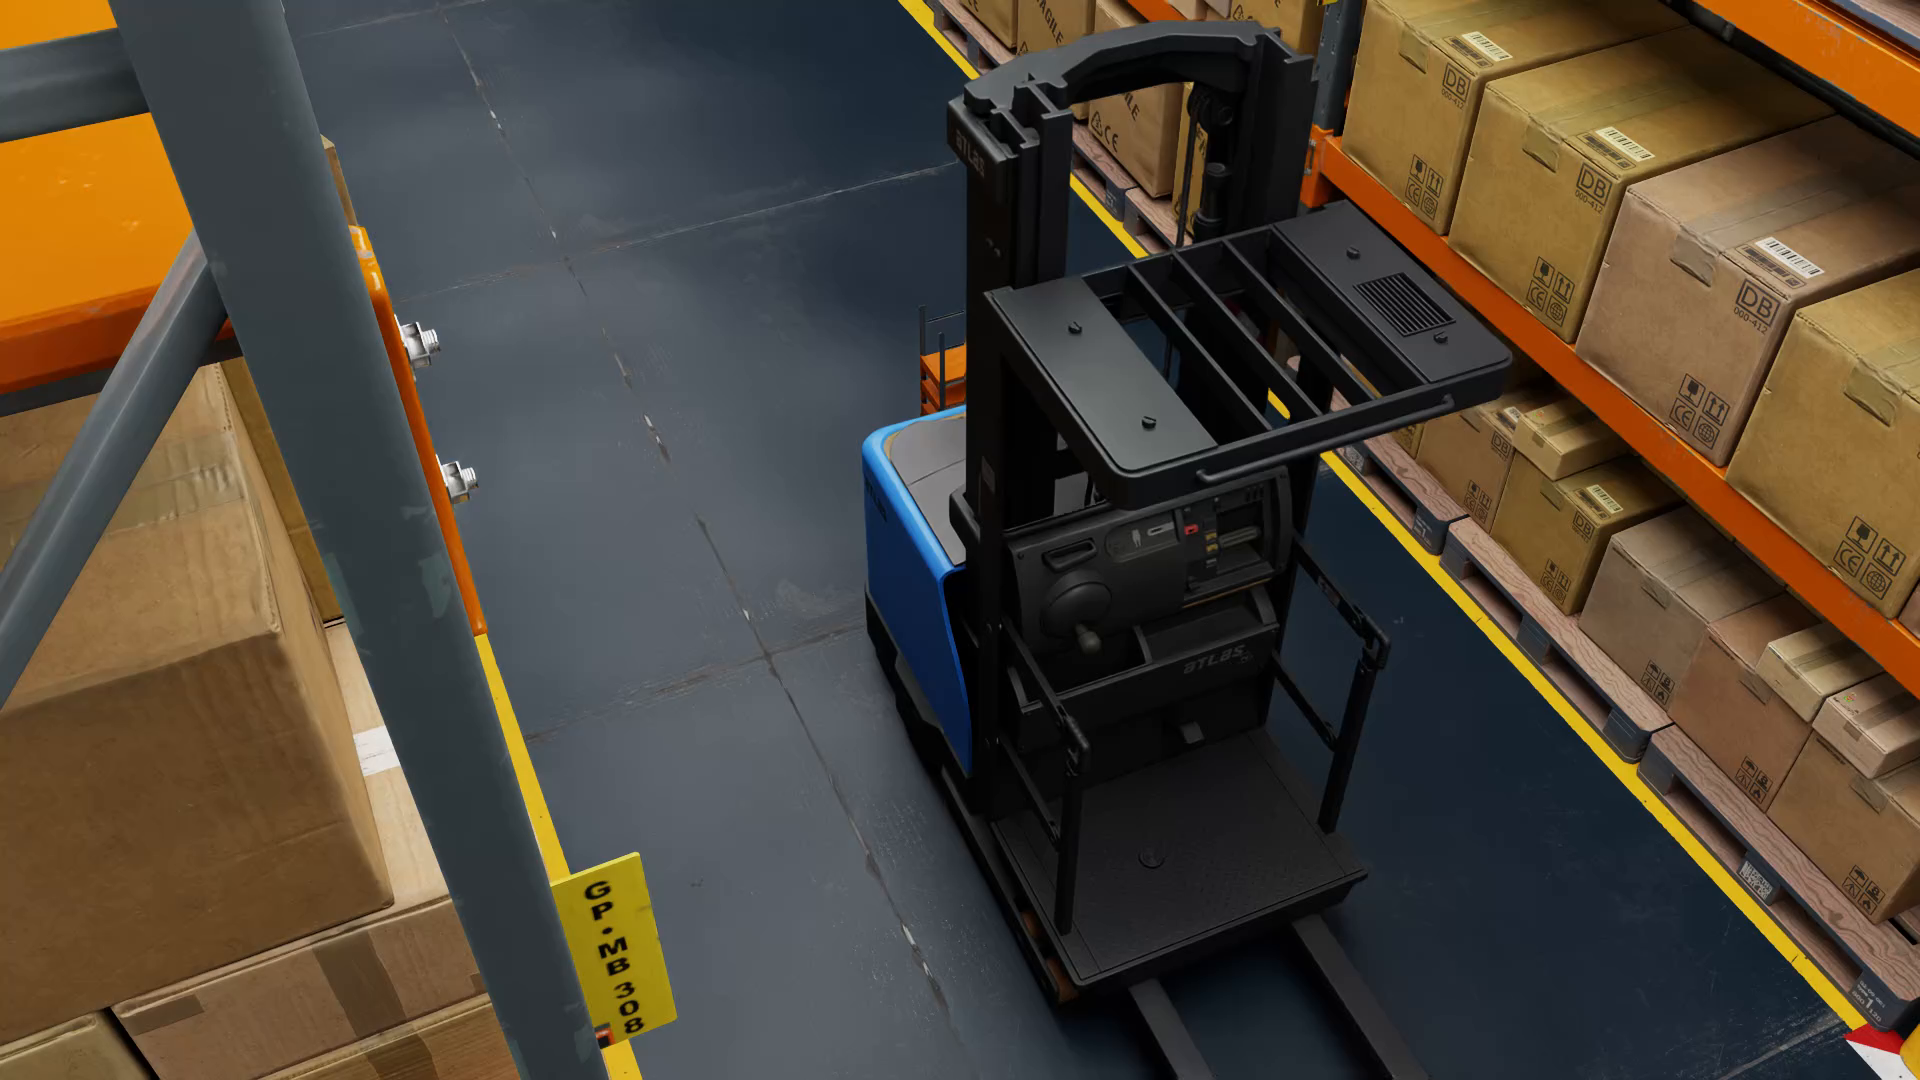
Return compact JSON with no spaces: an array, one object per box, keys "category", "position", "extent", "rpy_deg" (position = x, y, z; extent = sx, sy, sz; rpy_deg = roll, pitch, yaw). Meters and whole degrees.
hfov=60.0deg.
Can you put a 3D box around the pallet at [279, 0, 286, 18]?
[{"category":"pallet","position":[-3.876,-2.634,7.789],"extent":[1.213,0.211,1.003],"rpy_deg":[-18,47,-17]}]

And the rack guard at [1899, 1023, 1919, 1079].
[{"category":"rack guard","position":[3.642,1.424,5.319],"extent":[1.175,0.500,0.348],"rpy_deg":[-18,47,-17]}]

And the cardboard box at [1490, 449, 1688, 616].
[{"category":"cardboard box","position":[2.594,-0.134,6.600],"extent":[0.700,0.500,0.500],"rpy_deg":[-17,47,-16]}]

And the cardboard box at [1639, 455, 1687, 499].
[{"category":"cardboard box","position":[2.840,-0.336,6.343],"extent":[0.380,0.149,0.250],"rpy_deg":[-19,48,-18]}]

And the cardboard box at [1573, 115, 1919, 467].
[{"category":"cardboard box","position":[2.780,-0.859,5.640],"extent":[0.980,0.700,0.700],"rpy_deg":[-20,48,-19]}]

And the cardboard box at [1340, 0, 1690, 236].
[{"category":"cardboard box","position":[2.163,-1.786,6.580],"extent":[0.980,0.700,0.700],"rpy_deg":[-17,47,-17]}]

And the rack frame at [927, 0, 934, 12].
[{"category":"rack frame","position":[0.268,-4.579,9.624],"extent":[1.000,3.000,0.127],"rpy_deg":[-18,47,-17]}]

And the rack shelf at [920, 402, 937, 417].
[{"category":"rack shelf","position":[-0.006,-0.490,6.654],"extent":[0.258,0.103,0.180],"rpy_deg":[-18,47,-17]}]

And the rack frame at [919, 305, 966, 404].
[{"category":"rack frame","position":[-0.045,-0.495,6.766],"extent":[0.240,1.200,0.006],"rpy_deg":[-18,47,-17]}]

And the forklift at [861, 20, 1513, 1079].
[{"category":"forklift","position":[0.676,0.151,4.879],"extent":[1.130,2.935,3.031],"rpy_deg":[-17,47,-16]}]

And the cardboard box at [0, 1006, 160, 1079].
[{"category":"cardboard box","position":[-1.308,0.540,2.051],"extent":[0.500,0.250,0.500],"rpy_deg":[-18,47,-17]}]

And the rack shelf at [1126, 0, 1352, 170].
[{"category":"rack shelf","position":[1.109,-3.048,8.585],"extent":[1.077,0.370,4.000],"rpy_deg":[-18,47,-17]}]

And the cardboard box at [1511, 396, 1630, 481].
[{"category":"cardboard box","position":[2.370,-0.409,6.416],"extent":[0.380,0.149,0.250],"rpy_deg":[-19,48,-19]}]

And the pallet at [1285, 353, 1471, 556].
[{"category":"pallet","position":[2.199,-0.530,7.505],"extent":[1.003,0.211,1.213],"rpy_deg":[-18,47,-17]}]

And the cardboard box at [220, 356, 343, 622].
[{"category":"cardboard box","position":[-1.225,-0.141,2.207],"extent":[0.700,0.500,0.500],"rpy_deg":[-18,47,-17]}]

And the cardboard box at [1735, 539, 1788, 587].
[{"category":"cardboard box","position":[3.055,-0.011,6.014],"extent":[0.380,0.149,0.250],"rpy_deg":[-17,47,-17]}]

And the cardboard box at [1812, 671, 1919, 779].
[{"category":"cardboard box","position":[3.028,0.584,5.410],"extent":[0.380,0.149,0.250],"rpy_deg":[-19,48,-18]}]

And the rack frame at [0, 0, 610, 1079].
[{"category":"rack frame","position":[-0.858,-0.152,0.866],"extent":[0.949,2.616,0.053],"rpy_deg":[-18,47,-17]}]

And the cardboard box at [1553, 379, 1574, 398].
[{"category":"cardboard box","position":[2.625,-0.662,6.673],"extent":[0.380,0.149,0.250],"rpy_deg":[-19,48,-19]}]

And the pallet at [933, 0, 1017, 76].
[{"category":"pallet","position":[0.531,-3.062,10.071],"extent":[1.003,0.211,1.213],"rpy_deg":[-18,47,-17]}]

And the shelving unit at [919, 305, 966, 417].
[{"category":"shelving unit","position":[-0.006,-0.436,6.707],"extent":[0.258,1.200,0.189],"rpy_deg":[-18,47,-17]}]

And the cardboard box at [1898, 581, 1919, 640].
[{"category":"cardboard box","position":[3.408,0.090,4.678],"extent":[0.980,0.700,0.700],"rpy_deg":[-16,47,-16]}]

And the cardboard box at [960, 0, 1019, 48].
[{"category":"cardboard box","position":[0.458,-3.456,9.717],"extent":[0.750,0.750,0.750],"rpy_deg":[-19,48,-18]}]

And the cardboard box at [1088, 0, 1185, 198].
[{"category":"cardboard box","position":[1.182,-2.355,8.602],"extent":[0.750,0.750,0.750],"rpy_deg":[-17,47,-16]}]

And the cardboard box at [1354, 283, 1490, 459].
[{"category":"cardboard box","position":[2.171,-0.783,7.257],"extent":[0.700,0.500,0.500],"rpy_deg":[-17,47,-17]}]

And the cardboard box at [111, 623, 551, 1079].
[{"category":"cardboard box","position":[-0.841,0.388,2.205],"extent":[0.500,0.250,0.500],"rpy_deg":[-18,47,-17]}]

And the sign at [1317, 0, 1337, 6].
[{"category":"sign","position":[1.462,-2.247,6.493],"extent":[0.100,0.325,0.005],"rpy_deg":[-18,47,-17]}]

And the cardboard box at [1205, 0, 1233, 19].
[{"category":"cardboard box","position":[1.304,-2.720,7.443],"extent":[0.500,0.500,0.500],"rpy_deg":[-18,47,-17]}]

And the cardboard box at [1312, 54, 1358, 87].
[{"category":"cardboard box","position":[1.551,-2.079,7.255],"extent":[0.380,0.149,0.250],"rpy_deg":[-18,47,-17]}]

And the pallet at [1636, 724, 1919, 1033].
[{"category":"pallet","position":[3.225,1.025,5.929],"extent":[1.003,0.211,1.213],"rpy_deg":[-18,47,-17]}]

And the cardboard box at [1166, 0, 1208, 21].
[{"category":"cardboard box","position":[1.191,-2.563,7.745],"extent":[0.380,0.149,0.250],"rpy_deg":[-18,47,-17]}]

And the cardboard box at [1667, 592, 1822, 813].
[{"category":"cardboard box","position":[3.036,0.524,5.933],"extent":[0.700,0.500,0.500],"rpy_deg":[-18,47,-18]}]
